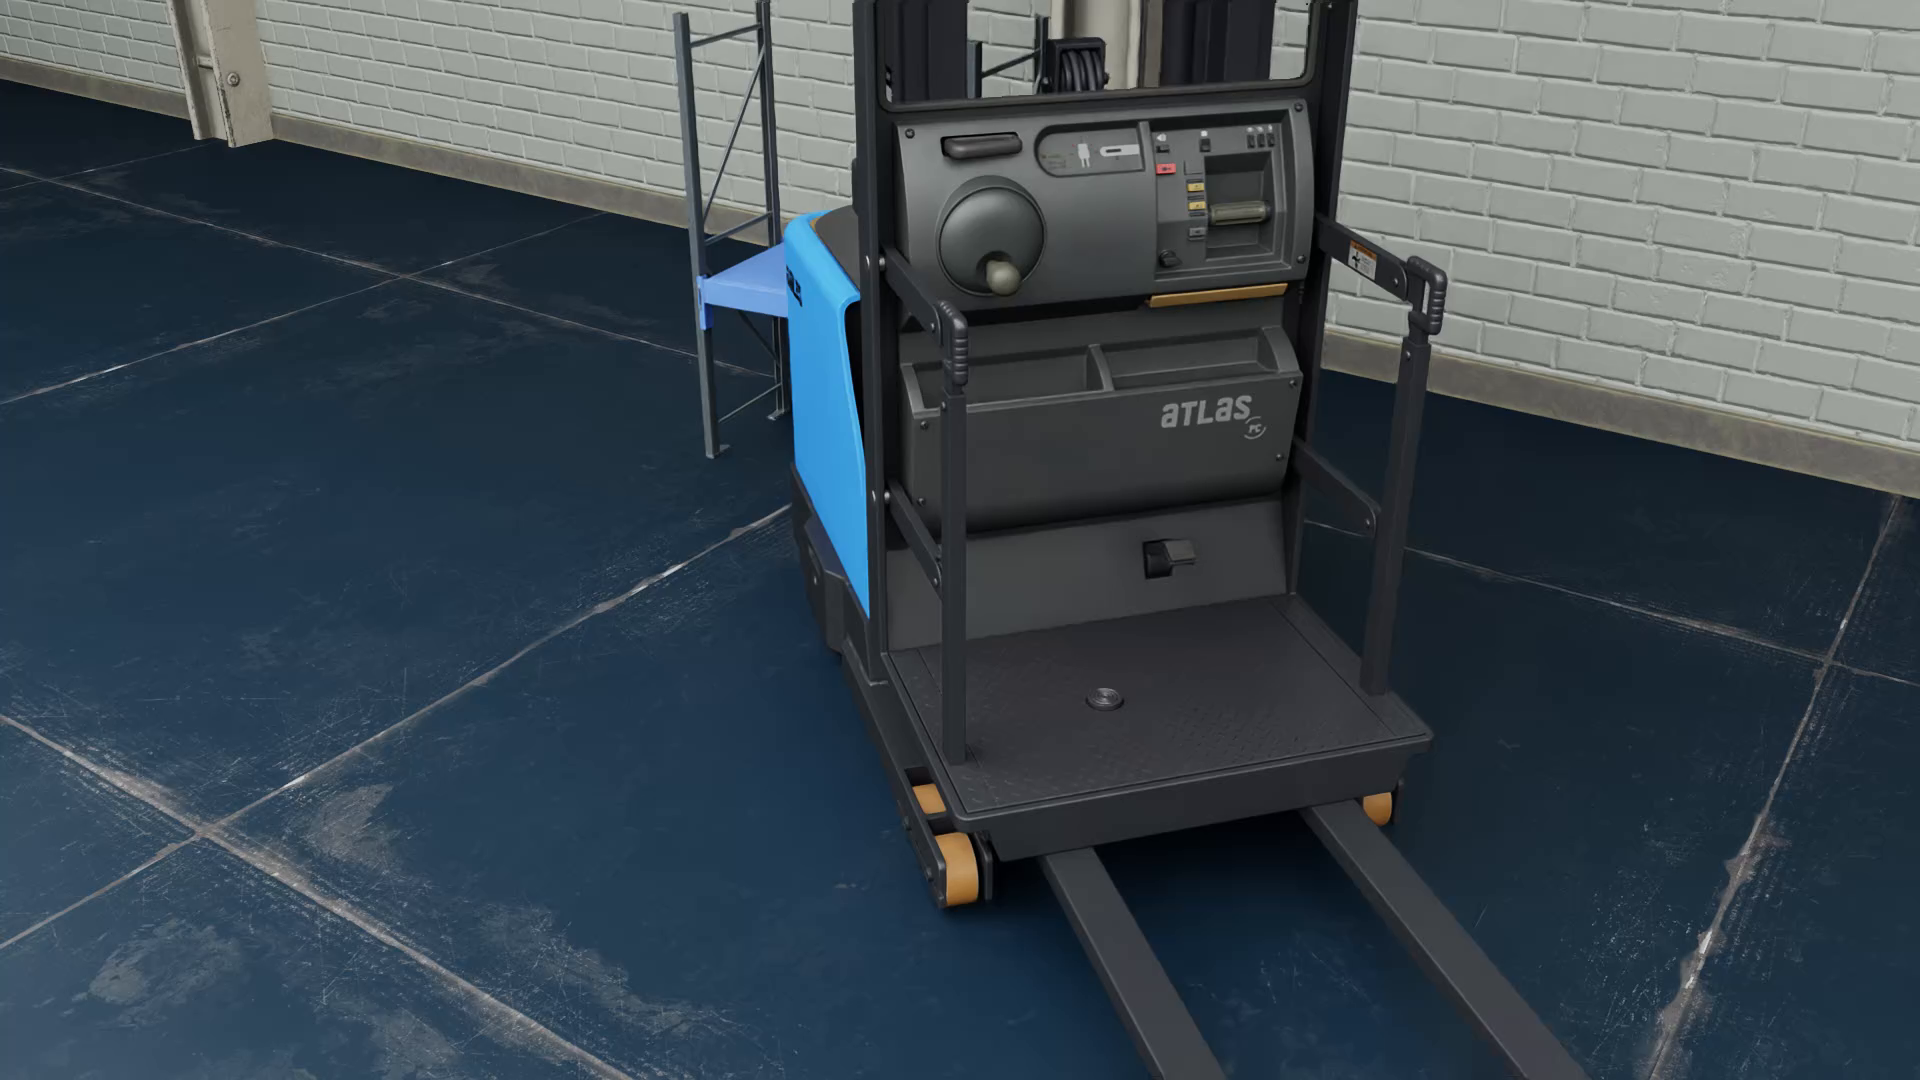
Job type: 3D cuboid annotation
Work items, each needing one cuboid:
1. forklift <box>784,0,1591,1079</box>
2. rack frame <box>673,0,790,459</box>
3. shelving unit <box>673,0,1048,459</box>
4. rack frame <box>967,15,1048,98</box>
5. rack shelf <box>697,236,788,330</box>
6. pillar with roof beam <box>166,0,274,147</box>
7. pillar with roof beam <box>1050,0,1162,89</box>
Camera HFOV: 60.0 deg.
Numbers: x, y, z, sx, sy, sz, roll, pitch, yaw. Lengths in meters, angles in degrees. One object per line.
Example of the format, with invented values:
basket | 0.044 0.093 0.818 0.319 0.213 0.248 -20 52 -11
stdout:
forklift | 0.387 -0.697 3.389 1.130 2.935 3.031 -7 28 -14
rack frame | -0.762 -1.056 5.672 0.032 1.500 0.500 13 30 24
shelving unit | -0.310 -0.951 5.465 1.048 1.500 0.538 13 30 24
rack frame | 0.143 -0.846 5.258 0.032 1.500 0.500 13 30 24
rack shelf | -0.310 -0.791 5.547 1.000 0.185 0.538 13 30 24
pillar with roof beam | -6.788 -4.819 4.798 0.400 9.000 9.100 17 32 30
pillar with roof beam | -1.843 -3.279 1.771 0.400 9.000 9.100 17 32 30
